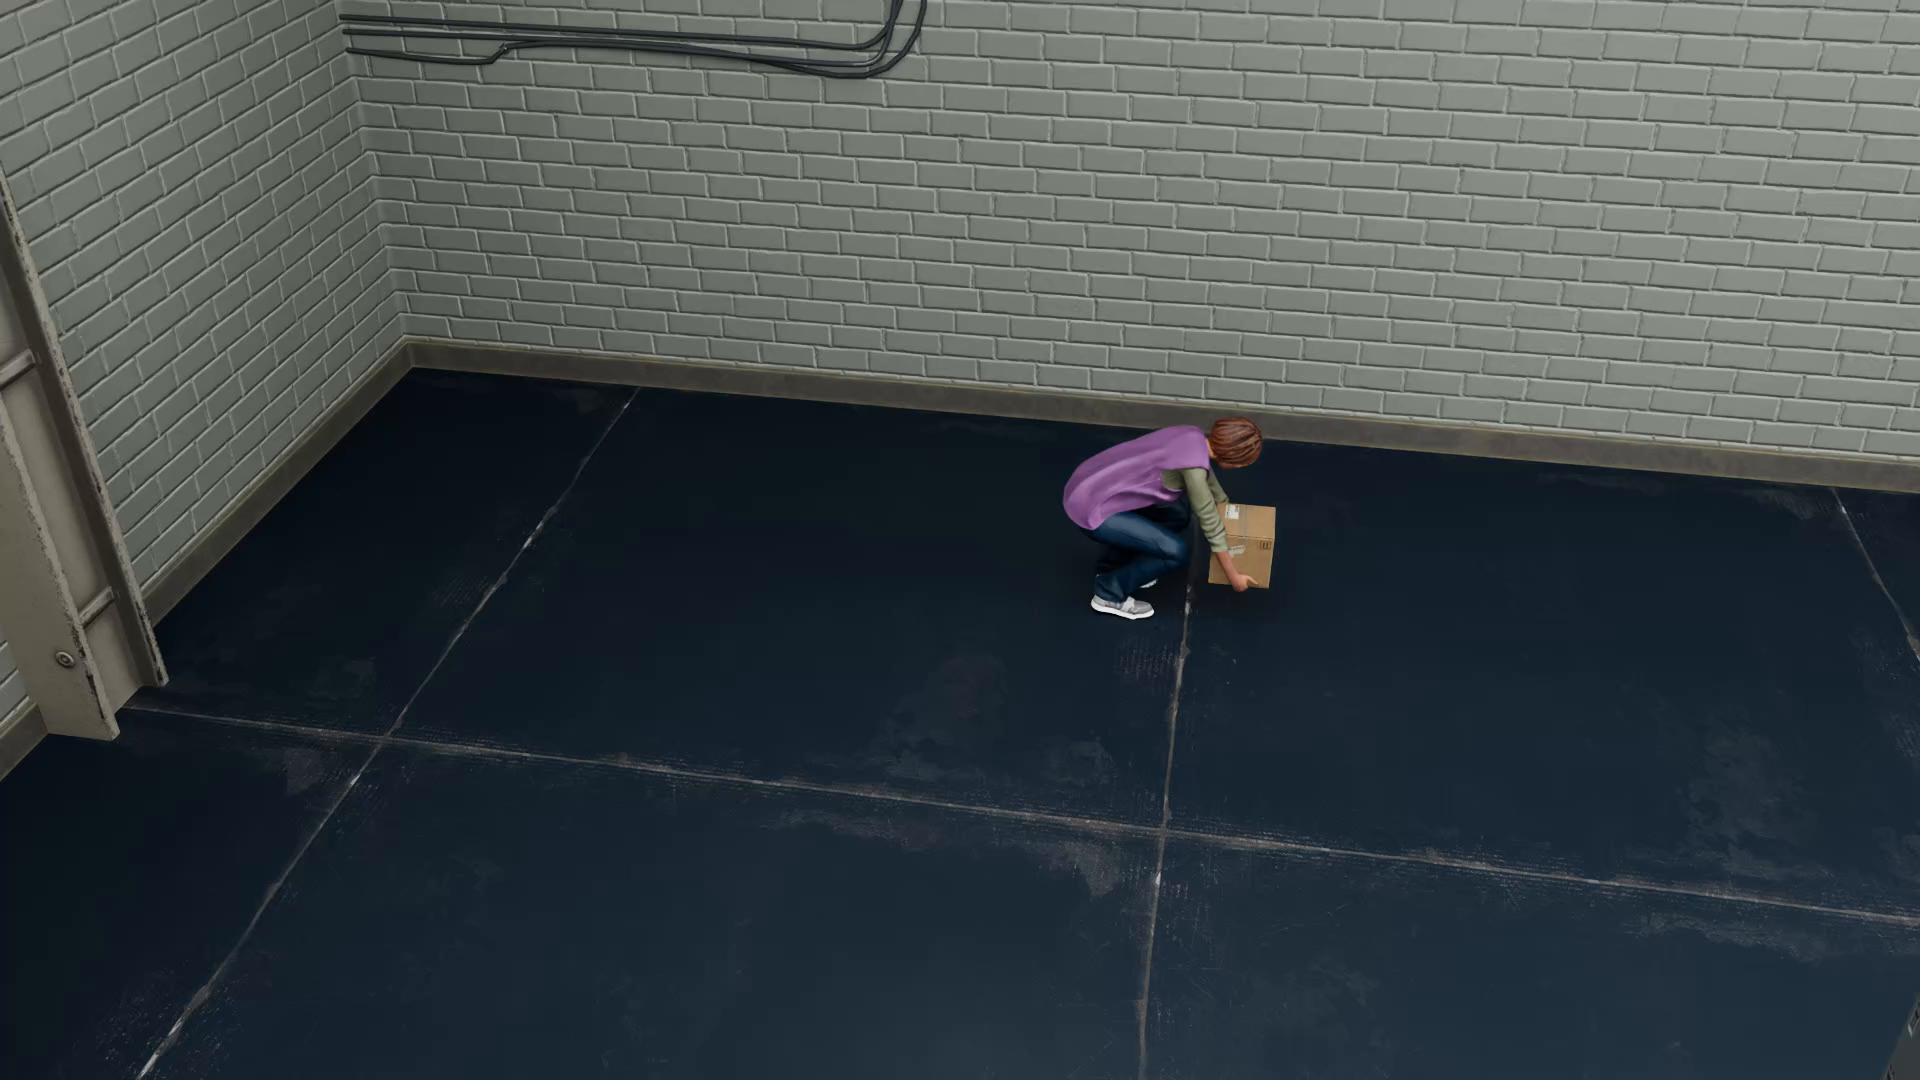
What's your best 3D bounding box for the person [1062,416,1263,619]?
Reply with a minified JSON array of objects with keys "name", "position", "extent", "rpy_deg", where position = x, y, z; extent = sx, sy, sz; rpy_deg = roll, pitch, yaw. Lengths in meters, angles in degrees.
[{"name":"person","position":[0.850,-0.115,6.971],"extent":[0.844,0.904,0.421],"rpy_deg":[4,33,7]}]
